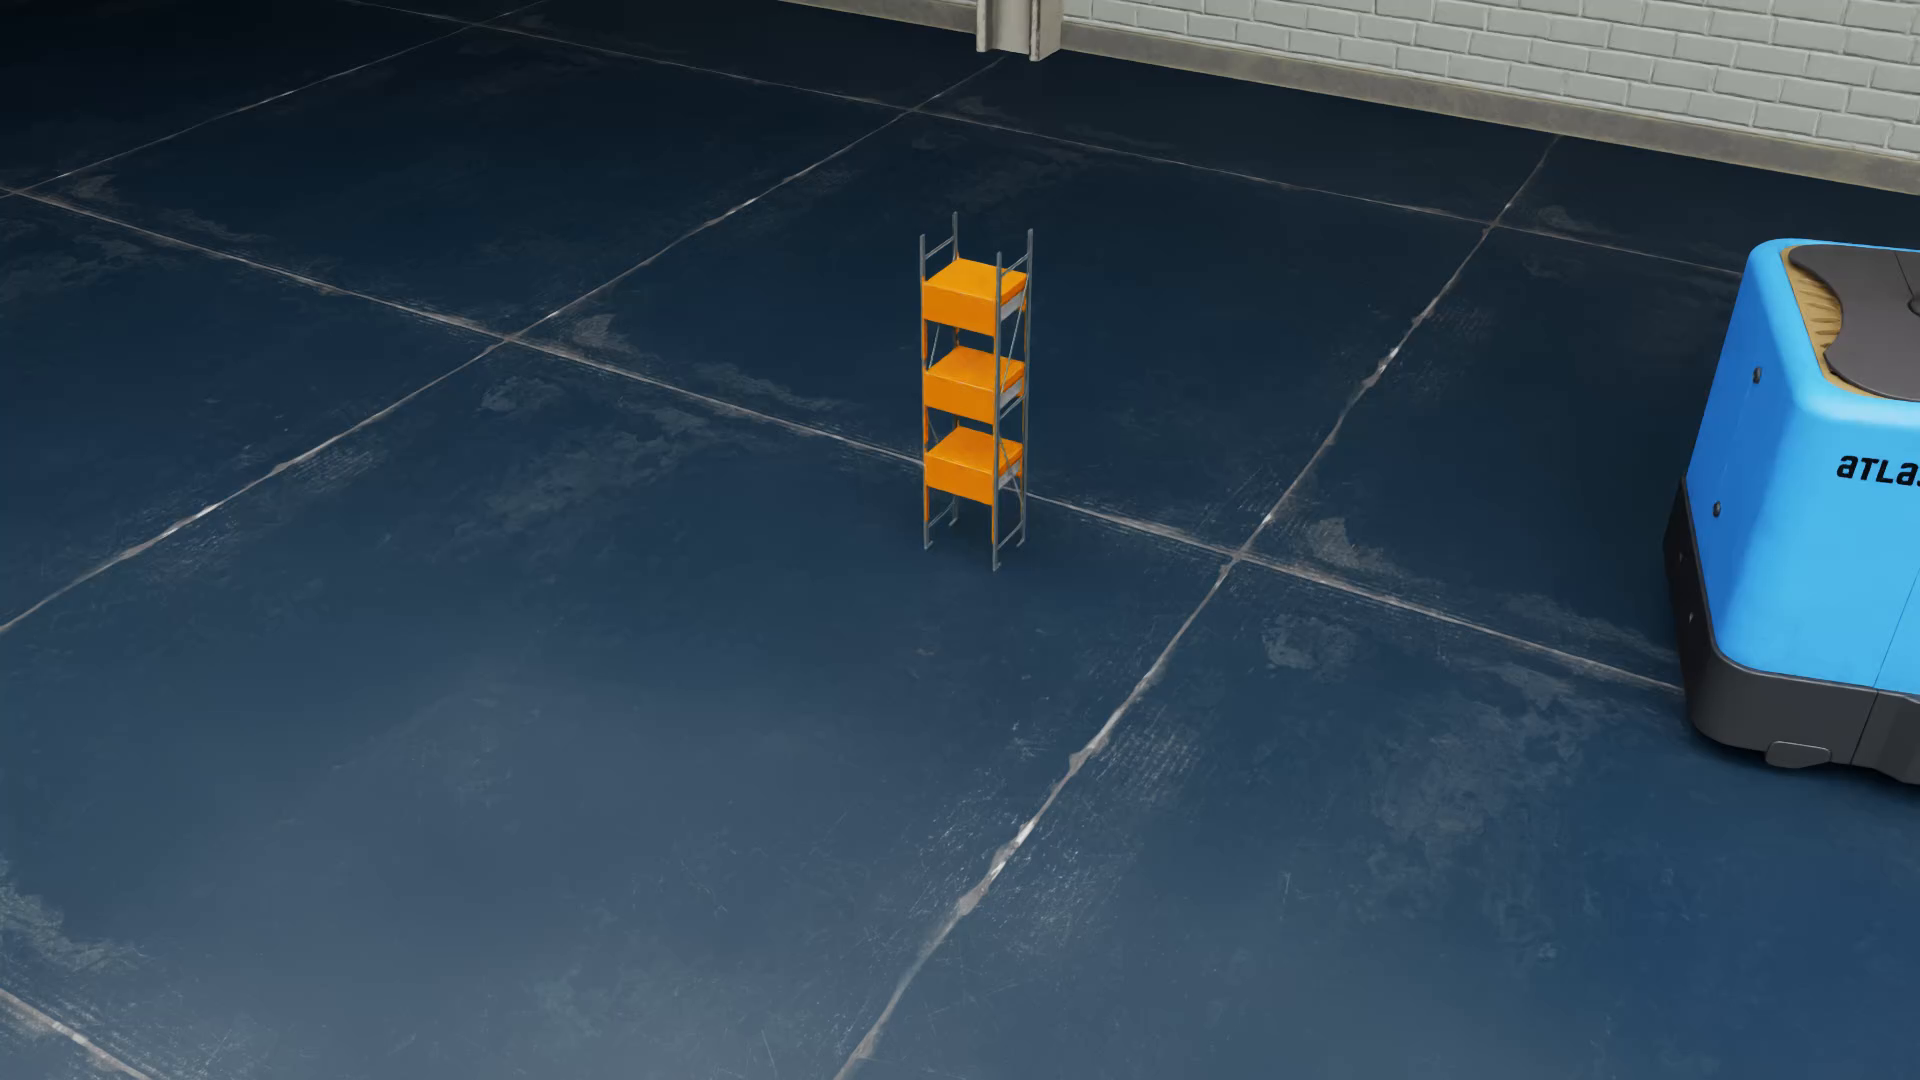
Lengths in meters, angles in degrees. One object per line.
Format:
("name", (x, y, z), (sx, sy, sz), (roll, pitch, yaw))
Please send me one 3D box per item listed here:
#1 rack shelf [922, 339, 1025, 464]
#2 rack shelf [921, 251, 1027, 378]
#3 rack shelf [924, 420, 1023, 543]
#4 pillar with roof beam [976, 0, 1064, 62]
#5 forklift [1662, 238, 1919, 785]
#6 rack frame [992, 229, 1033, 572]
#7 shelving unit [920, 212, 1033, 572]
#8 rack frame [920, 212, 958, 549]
("rack shelf", (0.046, -0.413, 4.943), (0.240, 0.259, 0.215), (18, 37, 24))
("rack shelf", (0.046, -0.650, 4.785), (0.240, 0.259, 0.215), (18, 37, 24))
("rack shelf", (0.046, -0.182, 5.097), (0.240, 0.259, 0.215), (18, 37, 24))
("pillar with roof beam", (-1.800, -4.461, 3.830), (0.400, 9.000, 9.100), (18, 37, 24))
("forklift", (3.509, -0.703, 3.662), (3.031, 2.935, 1.130), (8, 35, 12))
("rack frame", (0.152, -0.389, 4.887), (0.008, 1.050, 0.200), (18, 37, 24))
("shelving unit", (0.046, -0.422, 4.937), (0.252, 1.050, 0.215), (18, 37, 24))
("rack frame", (-0.059, -0.456, 4.987), (0.008, 1.050, 0.200), (18, 37, 24))
